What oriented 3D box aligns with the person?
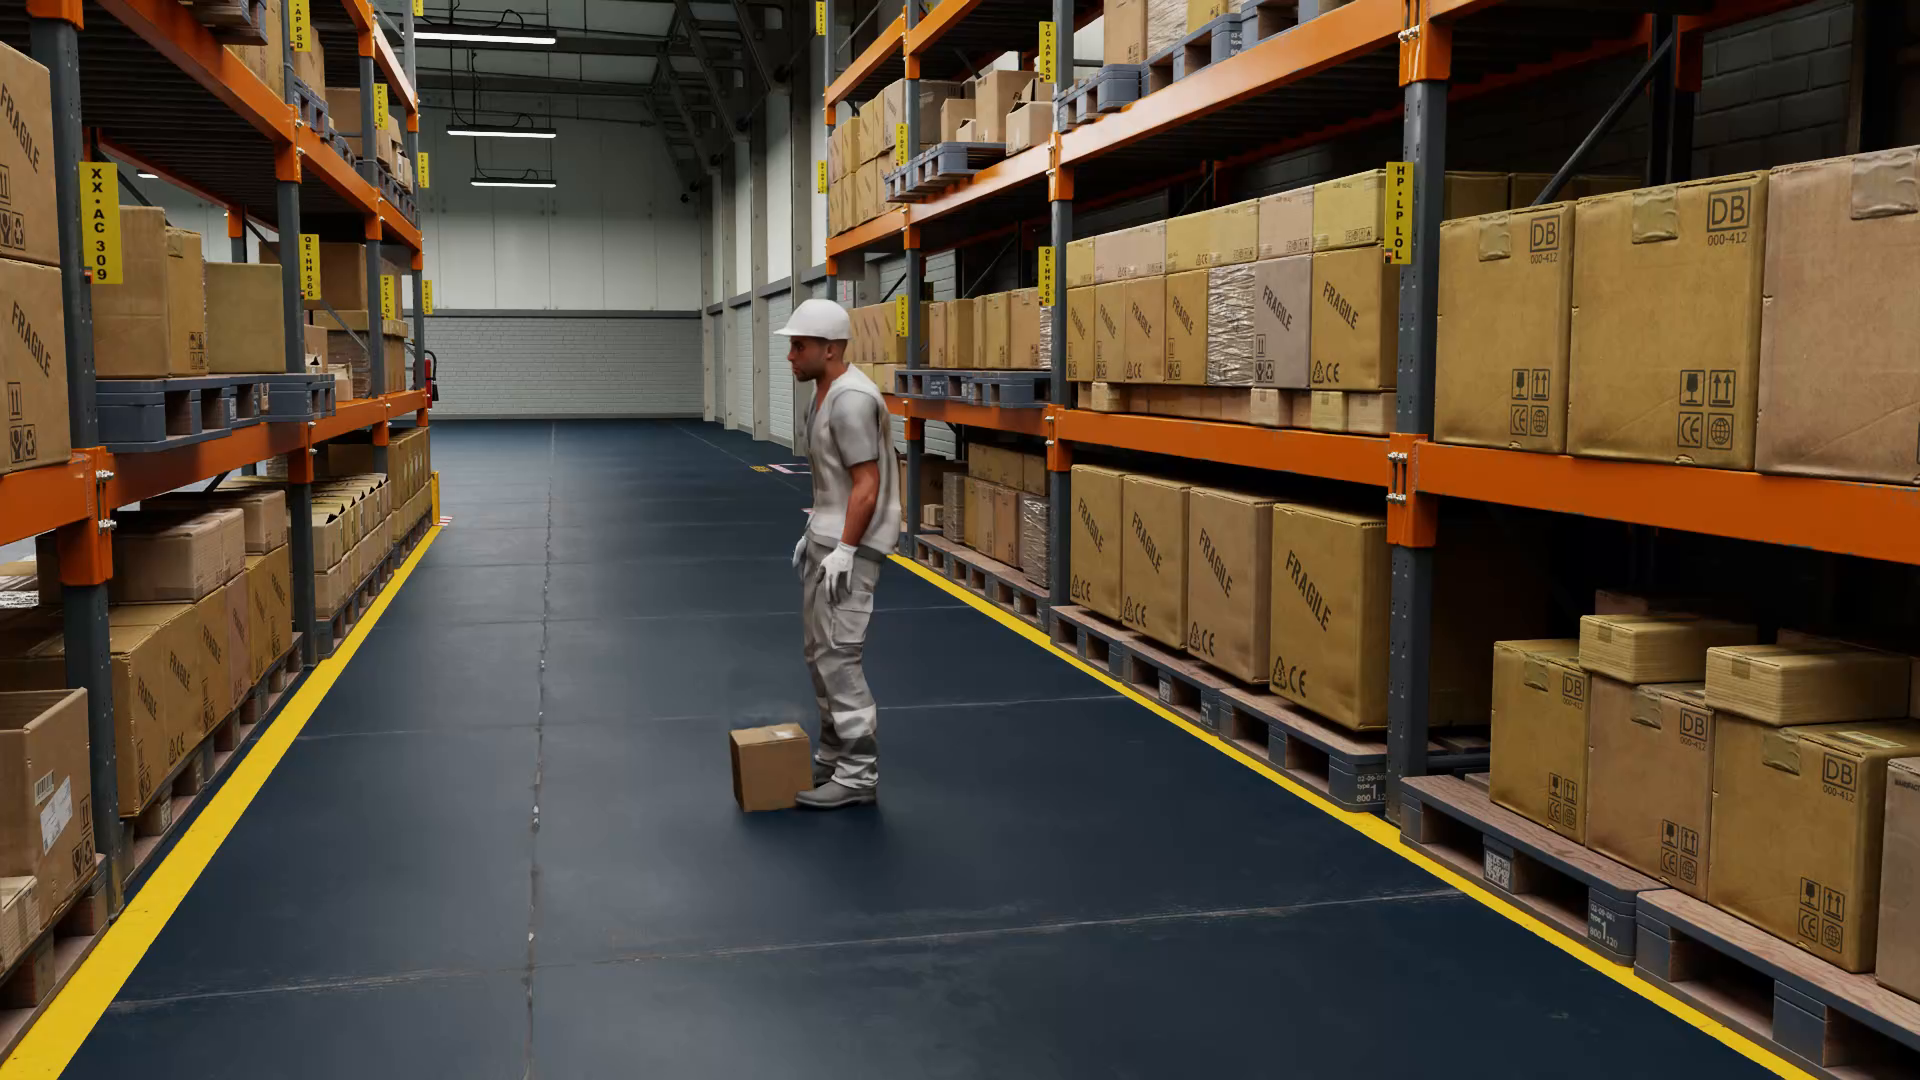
[{"bbox_3d":[-0.444,0.043,5.913,0.441,1.780,0.579,-2,6,-16],"label":"person"}]
